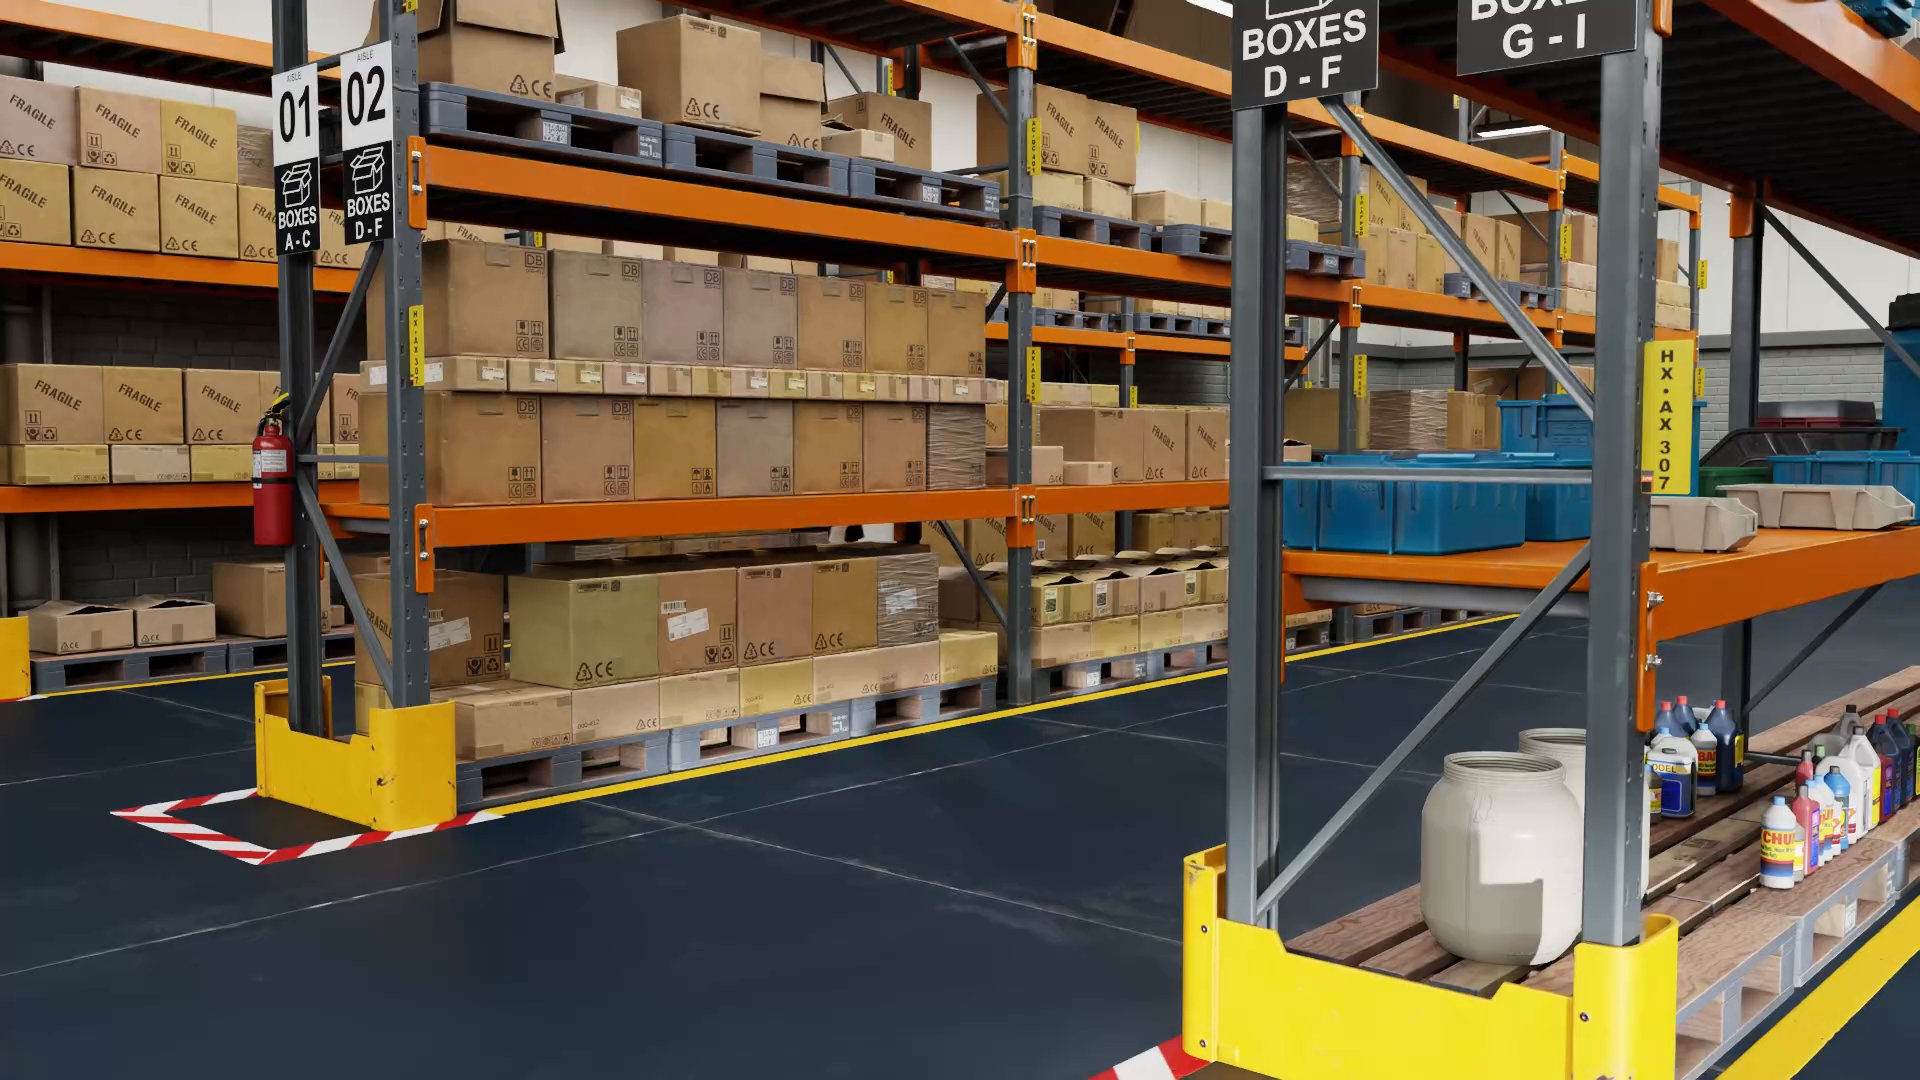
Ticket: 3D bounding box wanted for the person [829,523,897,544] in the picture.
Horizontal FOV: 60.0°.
[{"bbox_3d":[-0.716,0.045,13.050,0.636,1.532,0.627,3,5,41],"label":"person"}]
